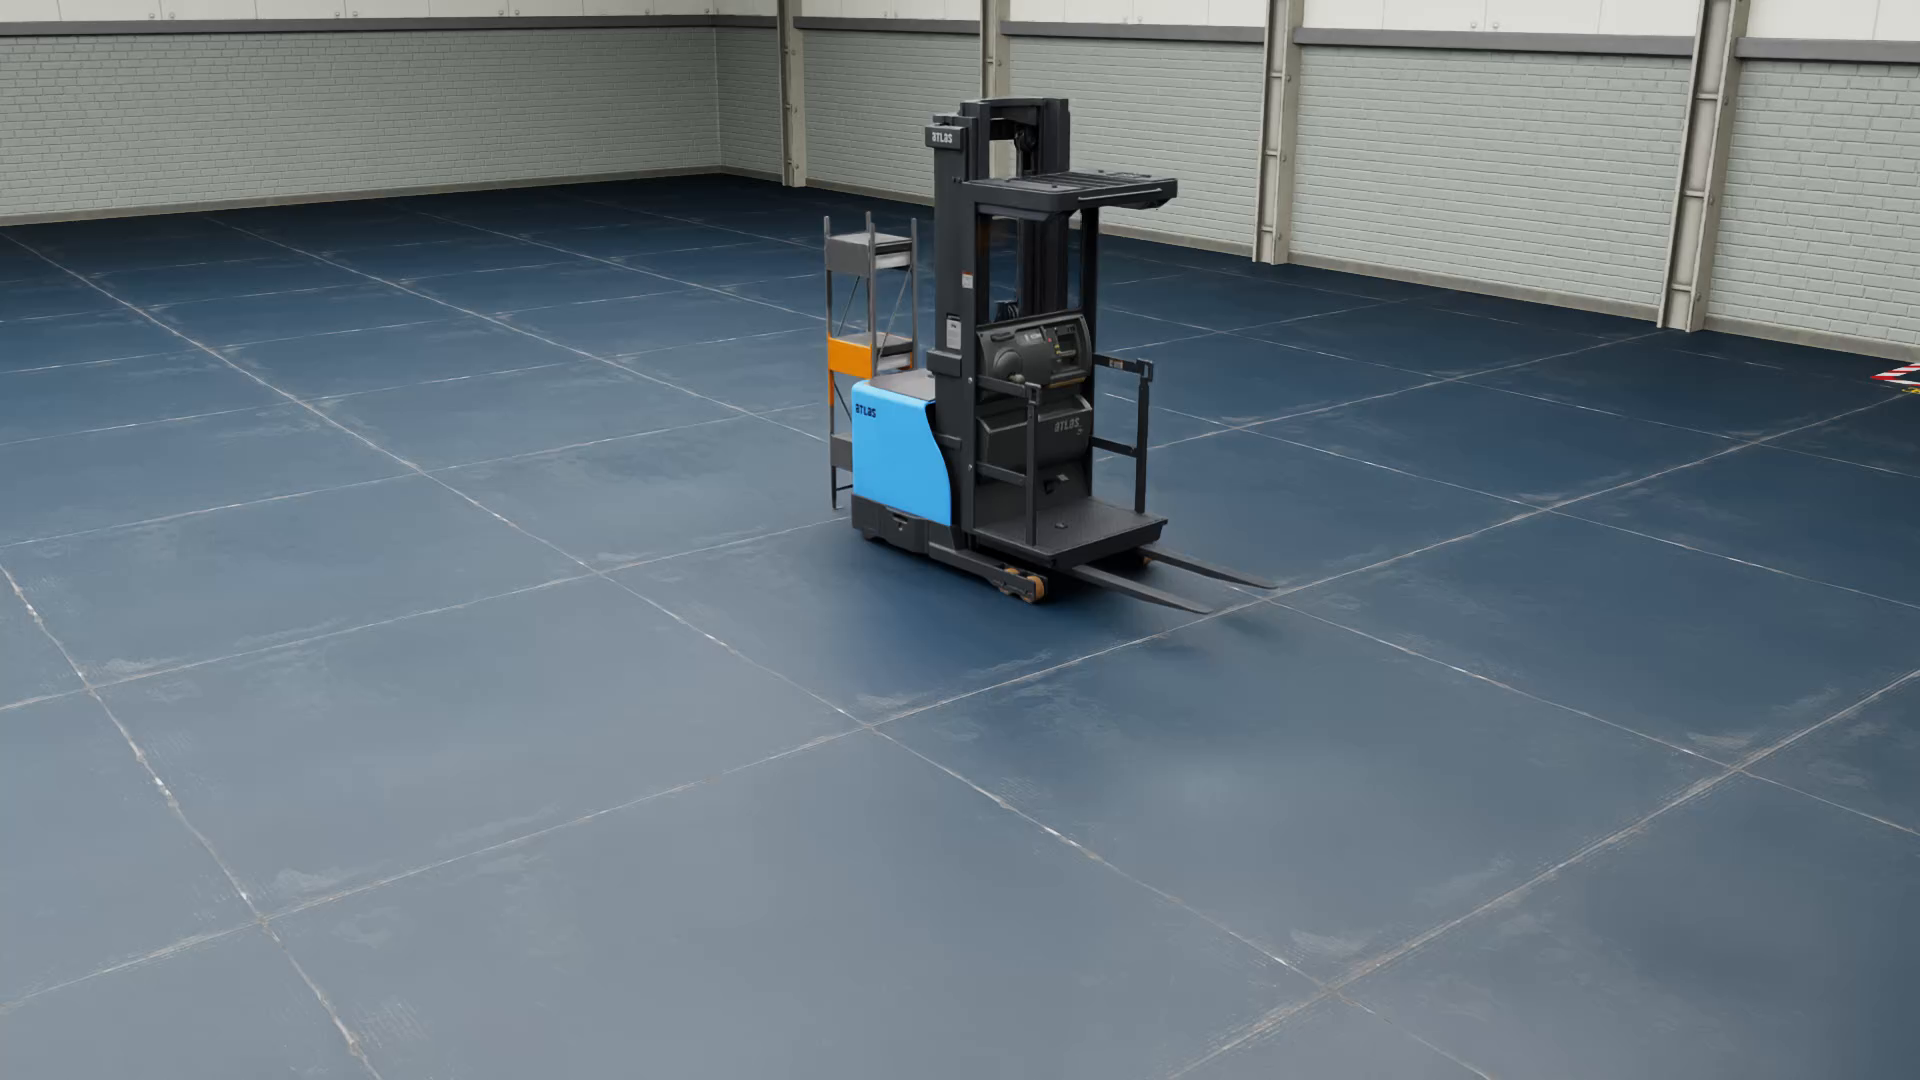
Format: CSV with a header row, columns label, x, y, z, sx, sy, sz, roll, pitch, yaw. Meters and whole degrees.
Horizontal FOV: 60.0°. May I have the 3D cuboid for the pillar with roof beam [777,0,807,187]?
label,x,y,z,sx,sy,sz,roll,pitch,yaw
pillar with roof beam,-6.542,-10.227,27.931,9.100,9.000,0.400,-14,23,-36

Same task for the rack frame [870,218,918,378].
label,x,y,z,sx,sy,sz,roll,pitch,yaw
rack frame,-0.447,-1.140,11.466,0.400,2.100,0.015,-16,24,-40

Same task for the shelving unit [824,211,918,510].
label,x,y,z,sx,sy,sz,roll,pitch,yaw
shelving unit,-0.611,-1.197,11.638,0.431,2.100,0.503,-16,24,-40

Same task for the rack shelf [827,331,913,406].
label,x,y,z,sx,sy,sz,roll,pitch,yaw
rack shelf,-0.611,-1.184,11.642,0.431,0.518,0.480,-16,24,-40

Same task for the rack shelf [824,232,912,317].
label,x,y,z,sx,sy,sz,roll,pitch,yaw
rack shelf,-0.611,-1.849,11.422,0.431,0.518,0.480,-16,24,-40

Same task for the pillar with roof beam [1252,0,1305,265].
label,x,y,z,sx,sy,sz,roll,pitch,yaw
pillar with roof beam,0.909,-7.270,19.001,9.100,9.000,0.400,-14,23,-36

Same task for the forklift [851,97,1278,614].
label,x,y,z,sx,sy,sz,roll,pitch,yaw
forklift,0.618,-1.187,10.285,1.130,2.935,3.031,-16,24,-40

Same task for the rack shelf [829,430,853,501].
label,x,y,z,sx,sy,sz,roll,pitch,yaw
rack shelf,-0.611,-0.520,11.862,0.431,0.518,0.480,-16,24,-40

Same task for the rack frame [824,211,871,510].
label,x,y,z,sx,sy,sz,roll,pitch,yaw
rack frame,-0.775,-1.254,11.809,0.400,2.100,0.015,-16,24,-40

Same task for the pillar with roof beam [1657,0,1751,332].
label,x,y,z,sx,sy,sz,roll,pitch,yaw
pillar with roof beam,4.634,-5.791,14.536,9.100,9.000,0.400,-14,23,-36

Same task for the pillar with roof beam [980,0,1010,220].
label,x,y,z,sx,sy,sz,roll,pitch,yaw
pillar with roof beam,-2.817,-8.748,23.466,9.100,9.000,0.400,-14,23,-36
